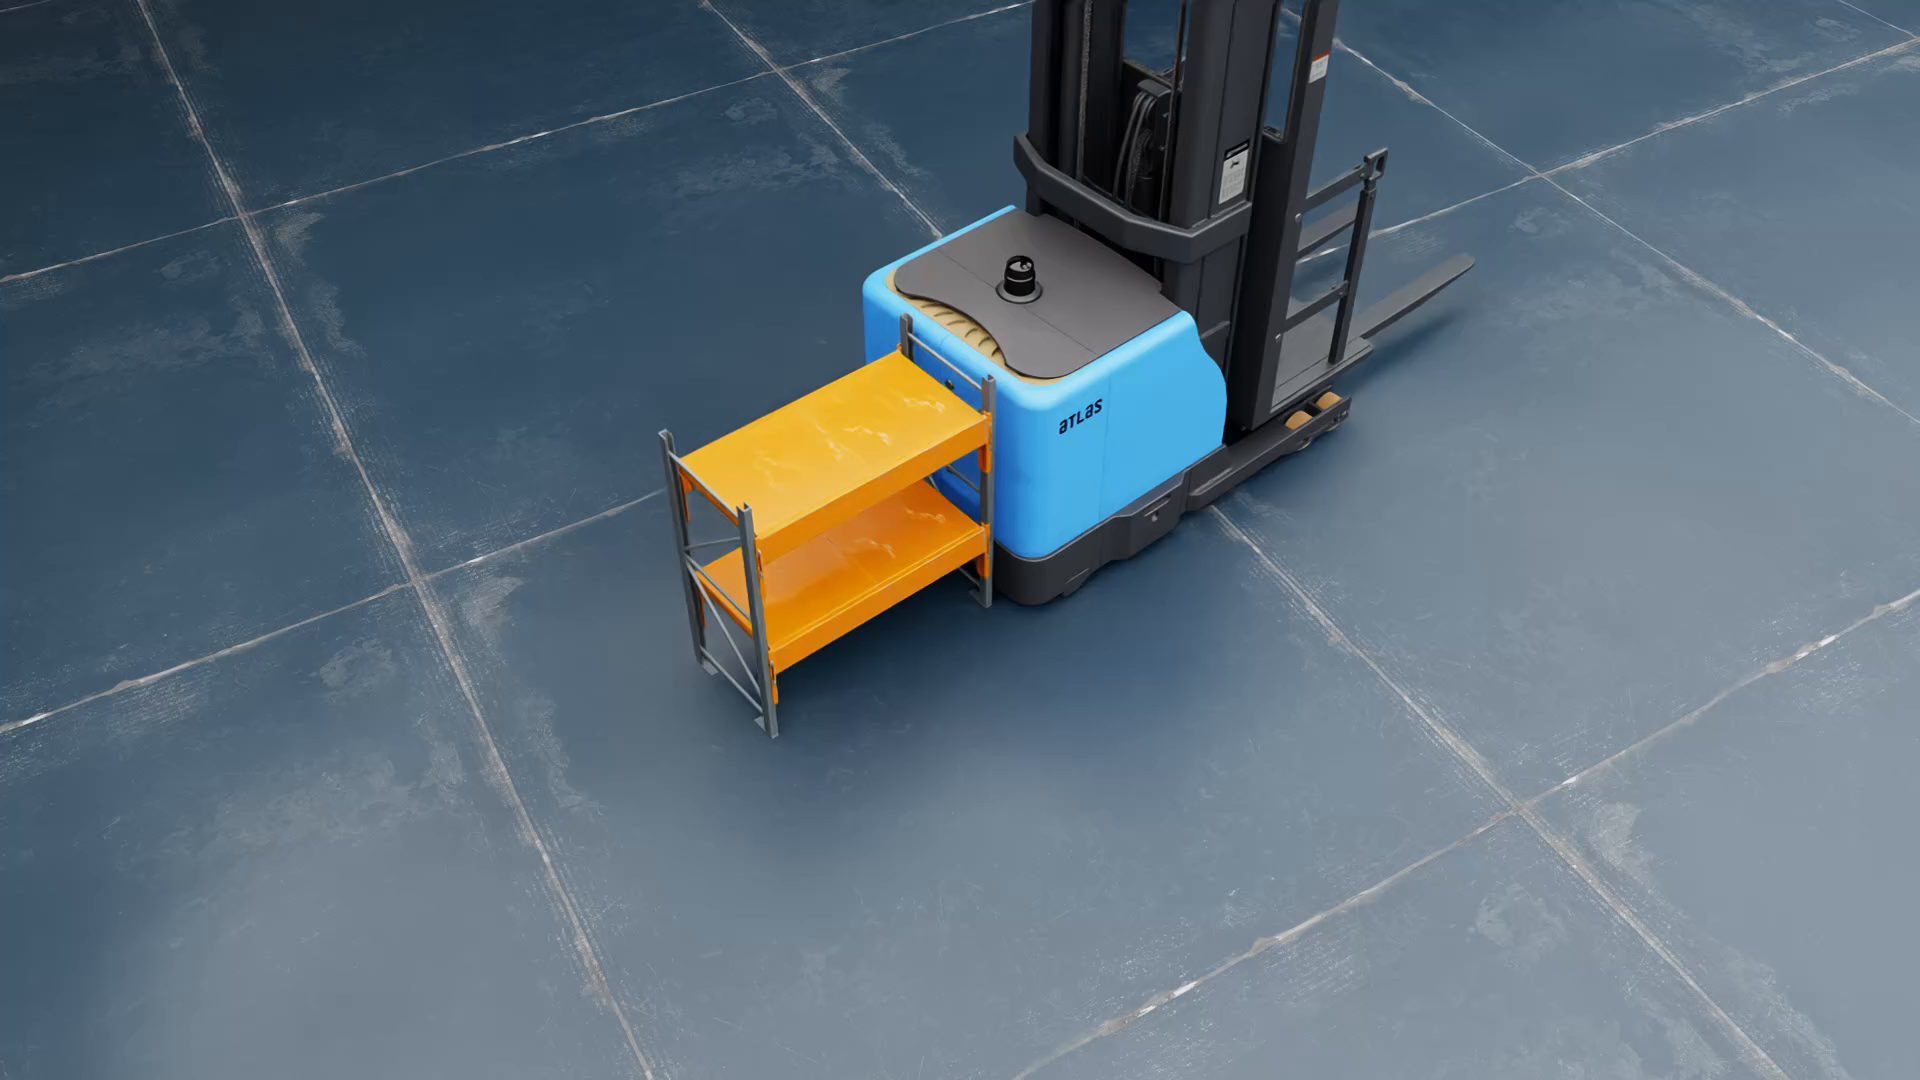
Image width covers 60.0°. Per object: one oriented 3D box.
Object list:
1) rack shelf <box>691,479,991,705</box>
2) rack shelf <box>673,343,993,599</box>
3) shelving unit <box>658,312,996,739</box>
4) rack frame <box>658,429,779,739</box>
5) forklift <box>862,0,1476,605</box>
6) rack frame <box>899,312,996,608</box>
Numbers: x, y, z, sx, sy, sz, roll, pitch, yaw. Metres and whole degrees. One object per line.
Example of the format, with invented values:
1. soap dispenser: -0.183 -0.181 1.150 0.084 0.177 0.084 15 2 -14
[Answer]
1. rack shelf: -0.437 0.125 6.165 1.000 0.278 0.538 -30 52 -27
2. rack shelf: -0.437 -0.260 5.790 1.000 0.278 0.538 -30 52 -27
3. shelving unit: -0.437 -0.050 5.994 1.048 1.125 0.538 -30 52 -27
4. rack frame: -0.828 0.176 5.761 0.032 1.125 0.500 -30 52 -27
5. forklift: 1.058 -1.687 6.384 3.031 2.935 1.130 -31 52 -28
6. rack frame: -0.046 -0.277 6.228 0.032 1.125 0.500 -30 52 -27
